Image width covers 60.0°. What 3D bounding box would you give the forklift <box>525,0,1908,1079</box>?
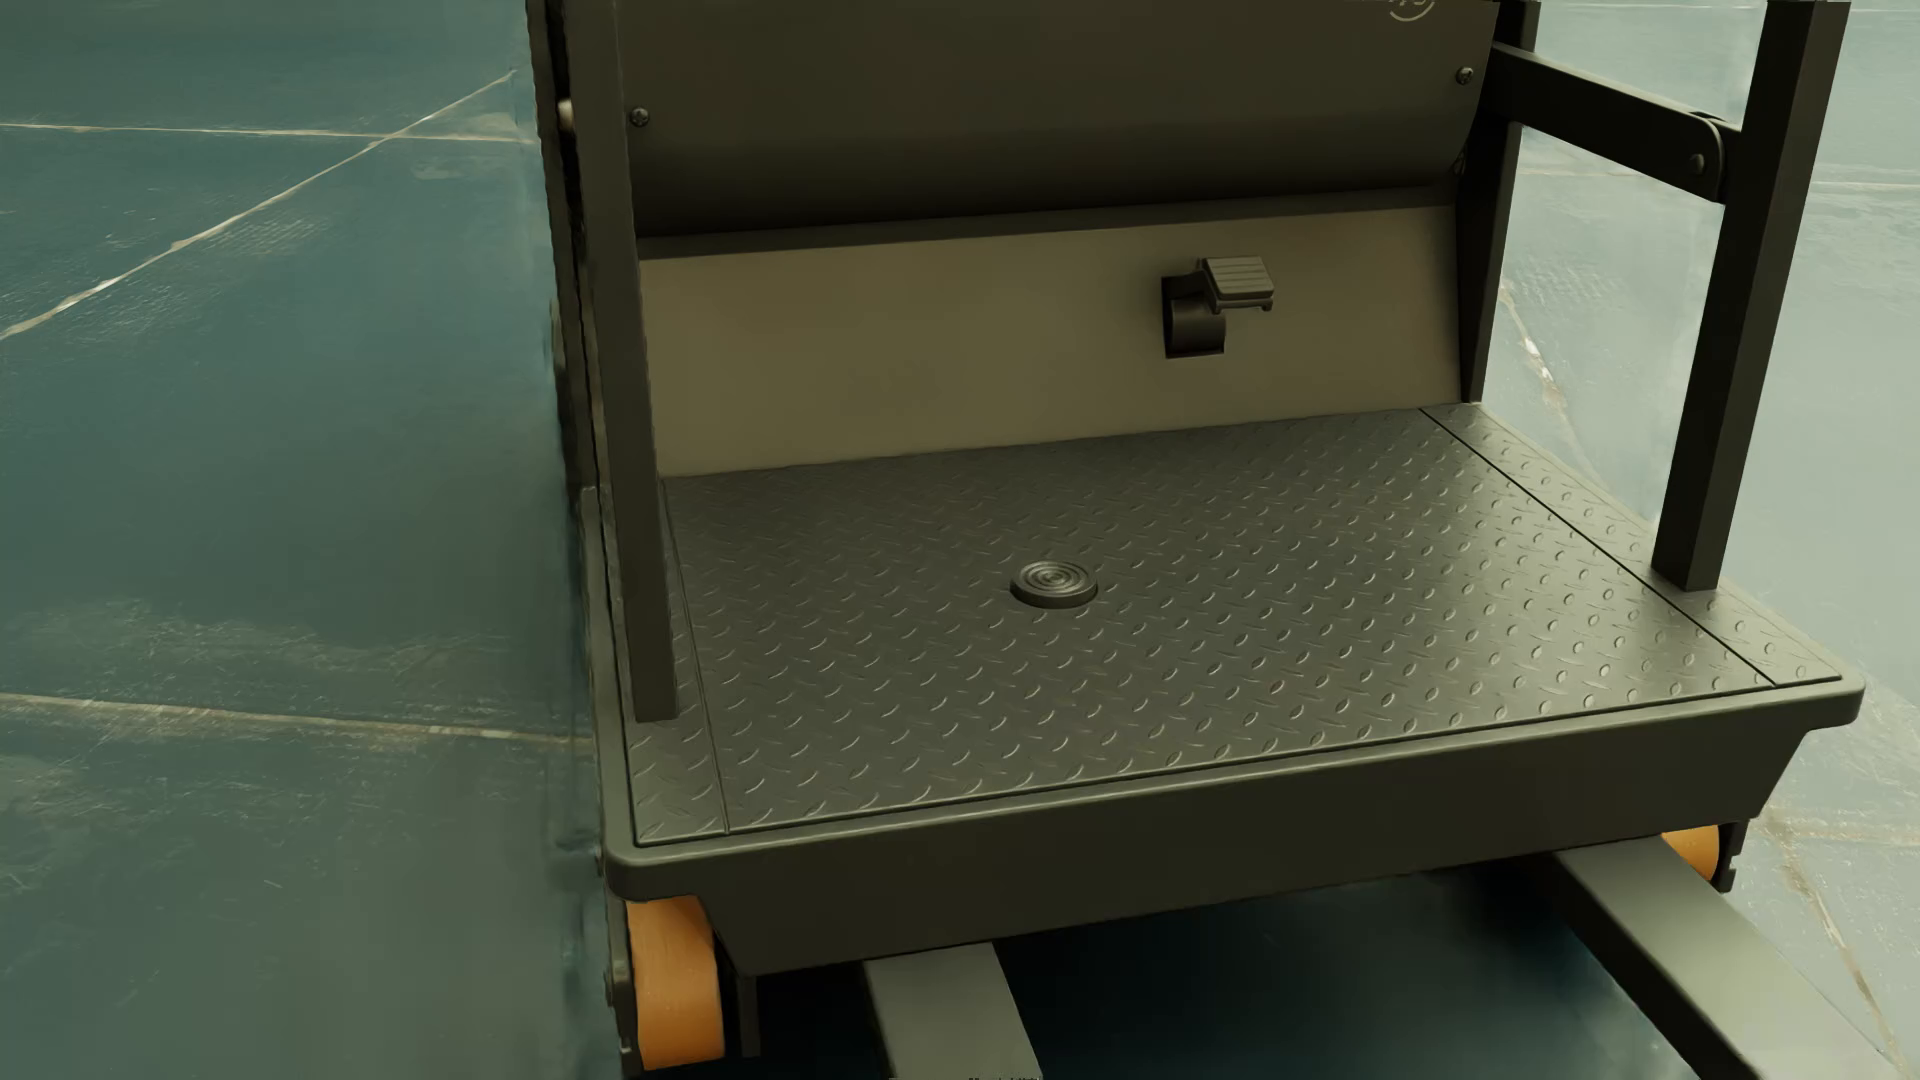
[{"bbox_3d":[0.159,-1.015,1.251,1.130,2.935,3.031,-6,27,-12],"label":"forklift"}]
